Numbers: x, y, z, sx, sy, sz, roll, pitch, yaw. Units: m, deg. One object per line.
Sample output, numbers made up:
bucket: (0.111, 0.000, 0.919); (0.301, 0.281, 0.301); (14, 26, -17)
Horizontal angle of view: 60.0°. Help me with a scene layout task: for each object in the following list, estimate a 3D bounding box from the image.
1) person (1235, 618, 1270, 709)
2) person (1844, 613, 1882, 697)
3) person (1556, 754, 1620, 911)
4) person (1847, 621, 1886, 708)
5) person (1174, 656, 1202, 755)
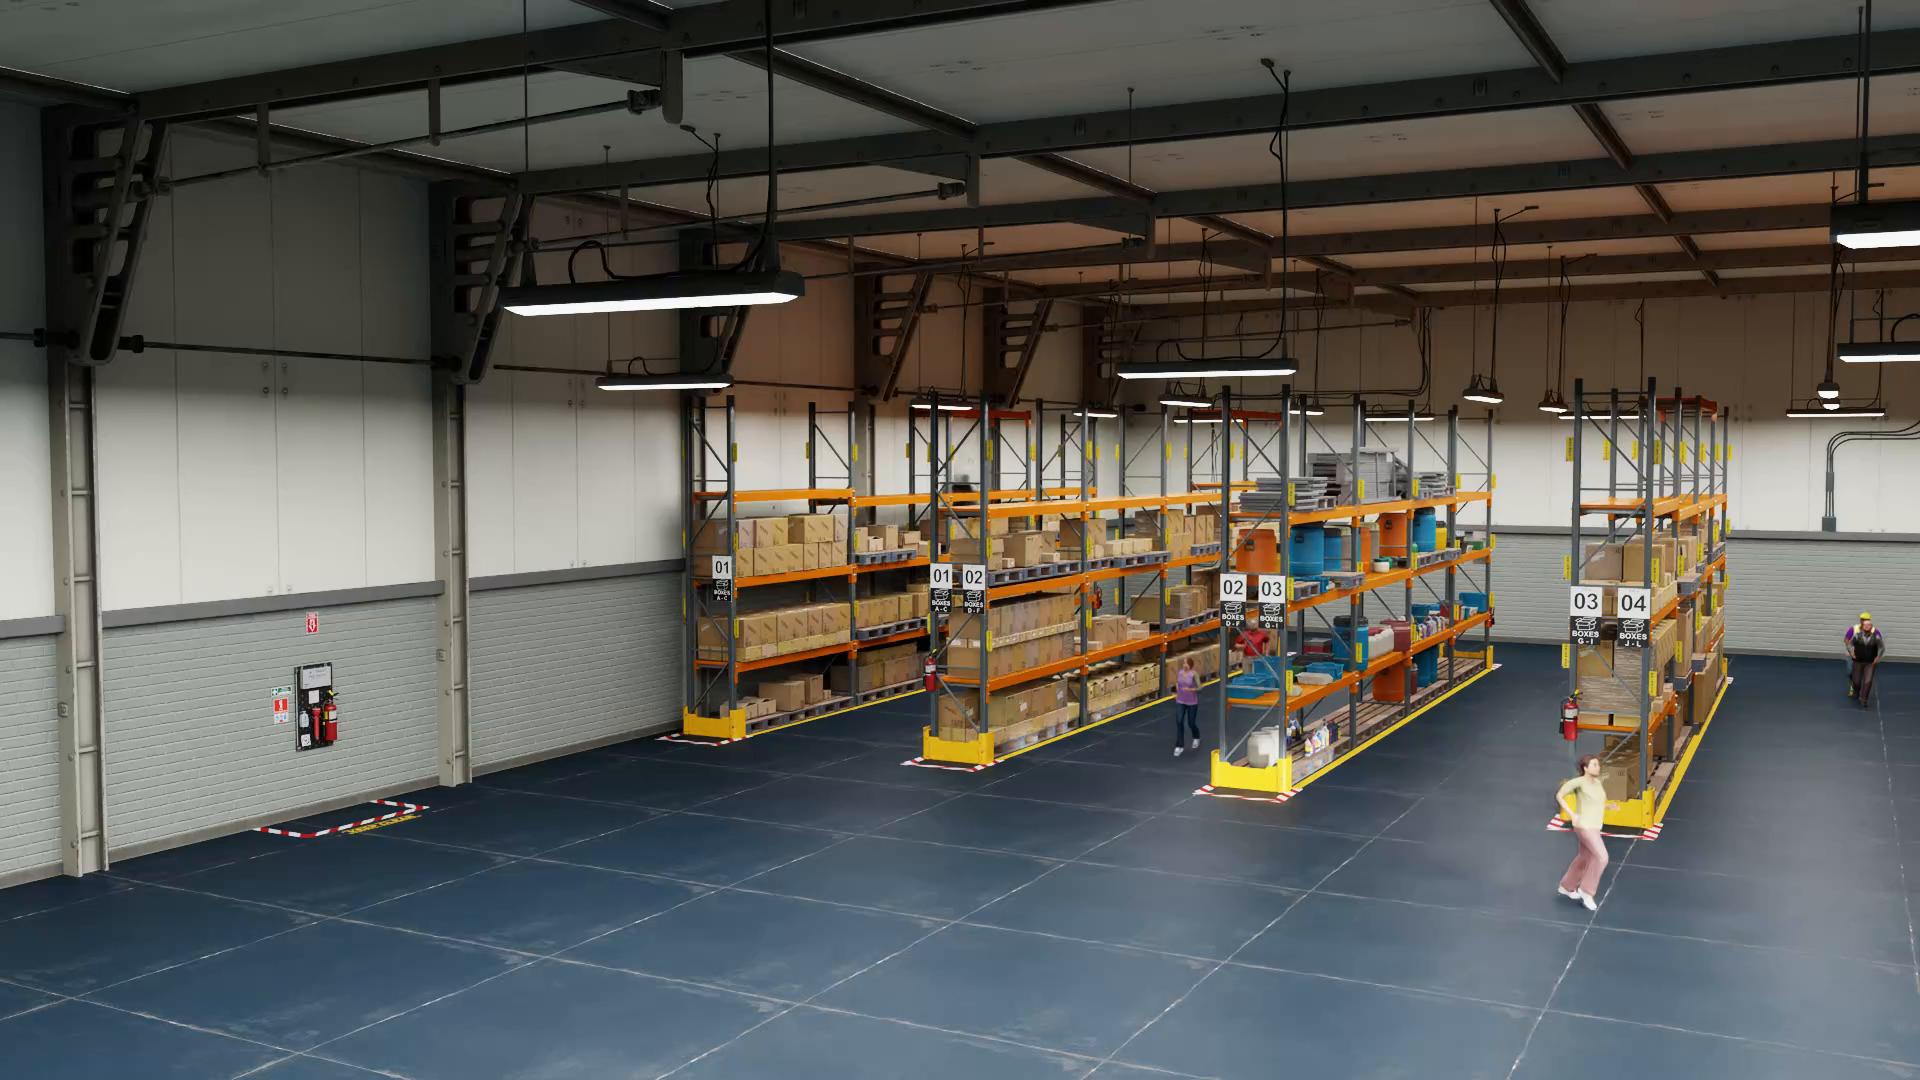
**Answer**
person: (5.700, 2.401, 32.506); (0.665, 1.732, 0.947); (1, 3, 16)
person: (18.566, 2.352, 34.206); (0.699, 1.716, 0.742); (2, 4, 32)
person: (6.927, 3.206, 18.353); (0.550, 1.697, 0.692); (-2, 4, -38)
person: (17.920, 2.439, 32.908); (0.677, 1.707, 0.710); (2, 4, 31)
person: (3.757, 2.722, 27.537); (0.542, 1.597, 0.824); (2, 3, 29)
